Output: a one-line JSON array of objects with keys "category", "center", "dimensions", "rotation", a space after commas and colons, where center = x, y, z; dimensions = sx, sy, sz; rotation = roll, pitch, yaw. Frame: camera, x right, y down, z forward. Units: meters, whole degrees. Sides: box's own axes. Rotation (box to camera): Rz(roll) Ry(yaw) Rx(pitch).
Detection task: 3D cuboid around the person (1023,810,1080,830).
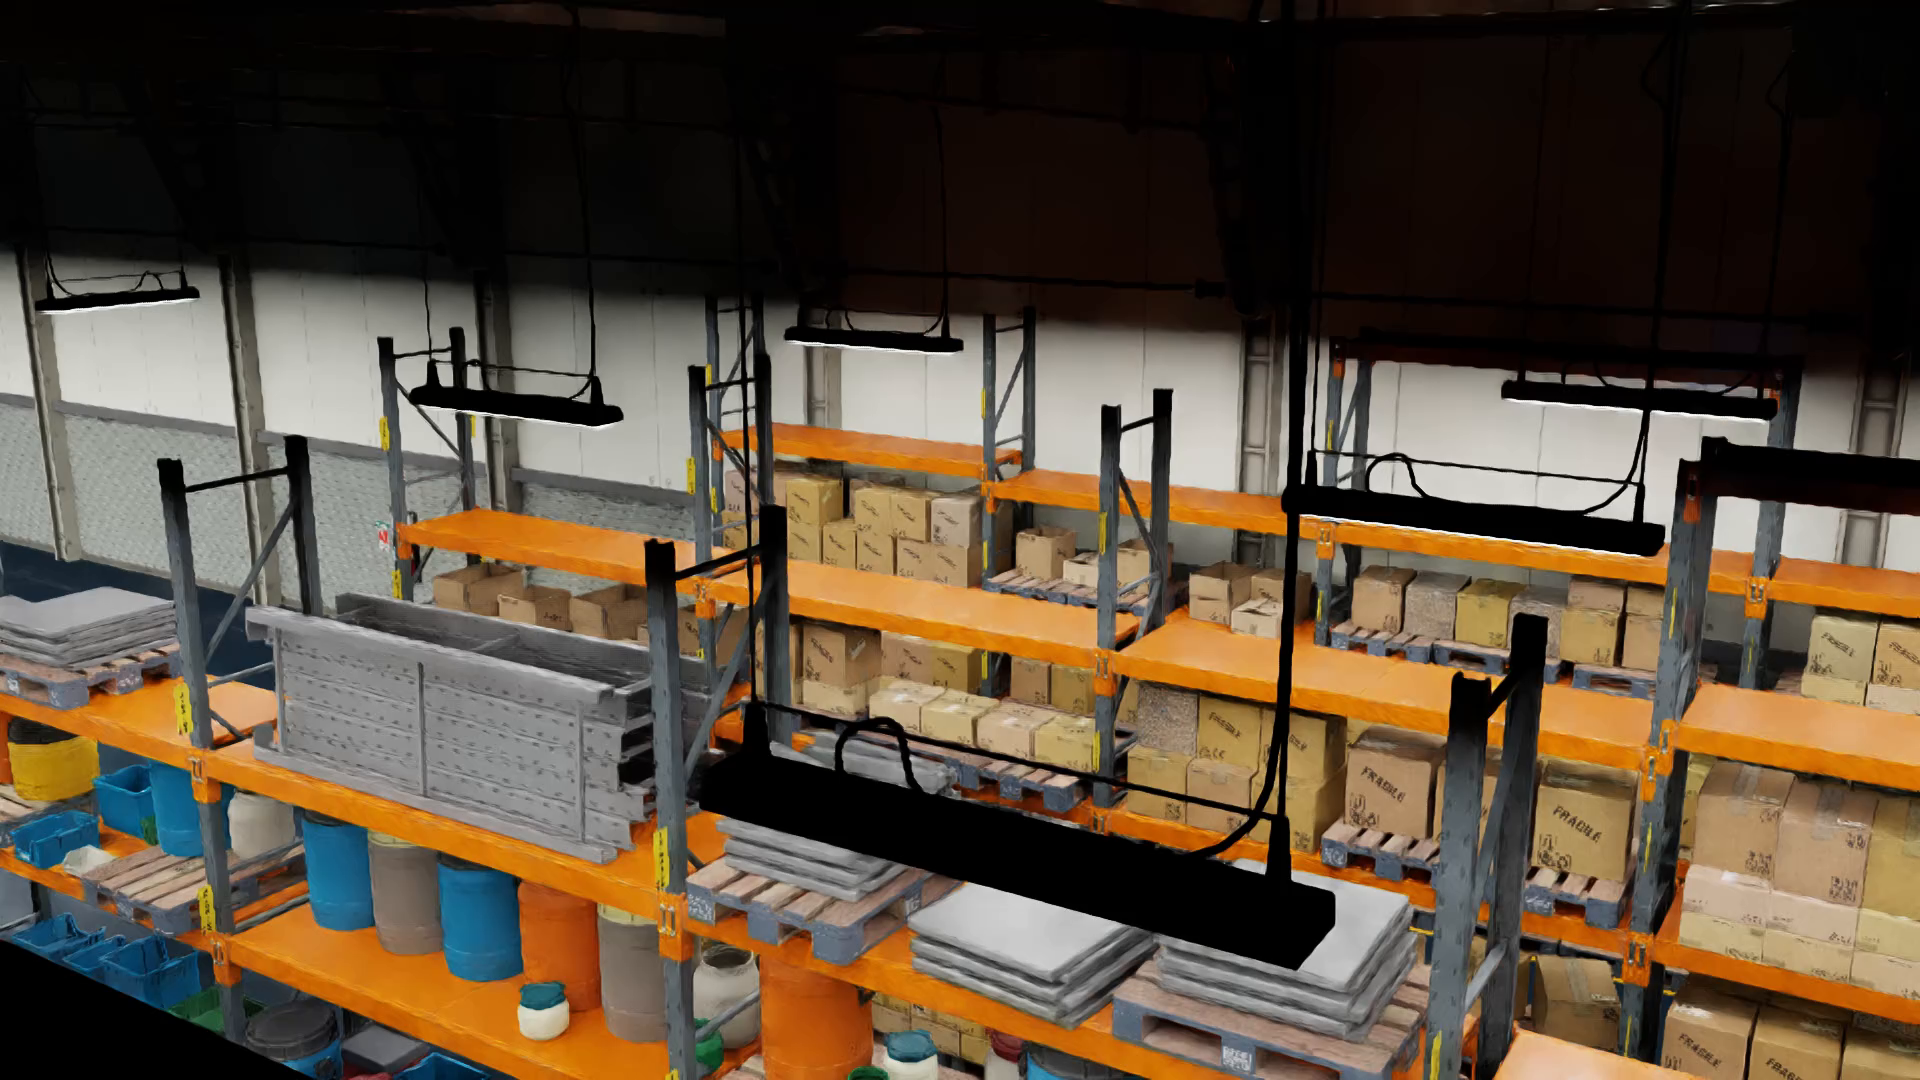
[{"category": "person", "center": [0.933, 3.052, 17.013], "dimensions": [0.598, 1.716, 0.366], "rotation": [1, 14, 4]}]
